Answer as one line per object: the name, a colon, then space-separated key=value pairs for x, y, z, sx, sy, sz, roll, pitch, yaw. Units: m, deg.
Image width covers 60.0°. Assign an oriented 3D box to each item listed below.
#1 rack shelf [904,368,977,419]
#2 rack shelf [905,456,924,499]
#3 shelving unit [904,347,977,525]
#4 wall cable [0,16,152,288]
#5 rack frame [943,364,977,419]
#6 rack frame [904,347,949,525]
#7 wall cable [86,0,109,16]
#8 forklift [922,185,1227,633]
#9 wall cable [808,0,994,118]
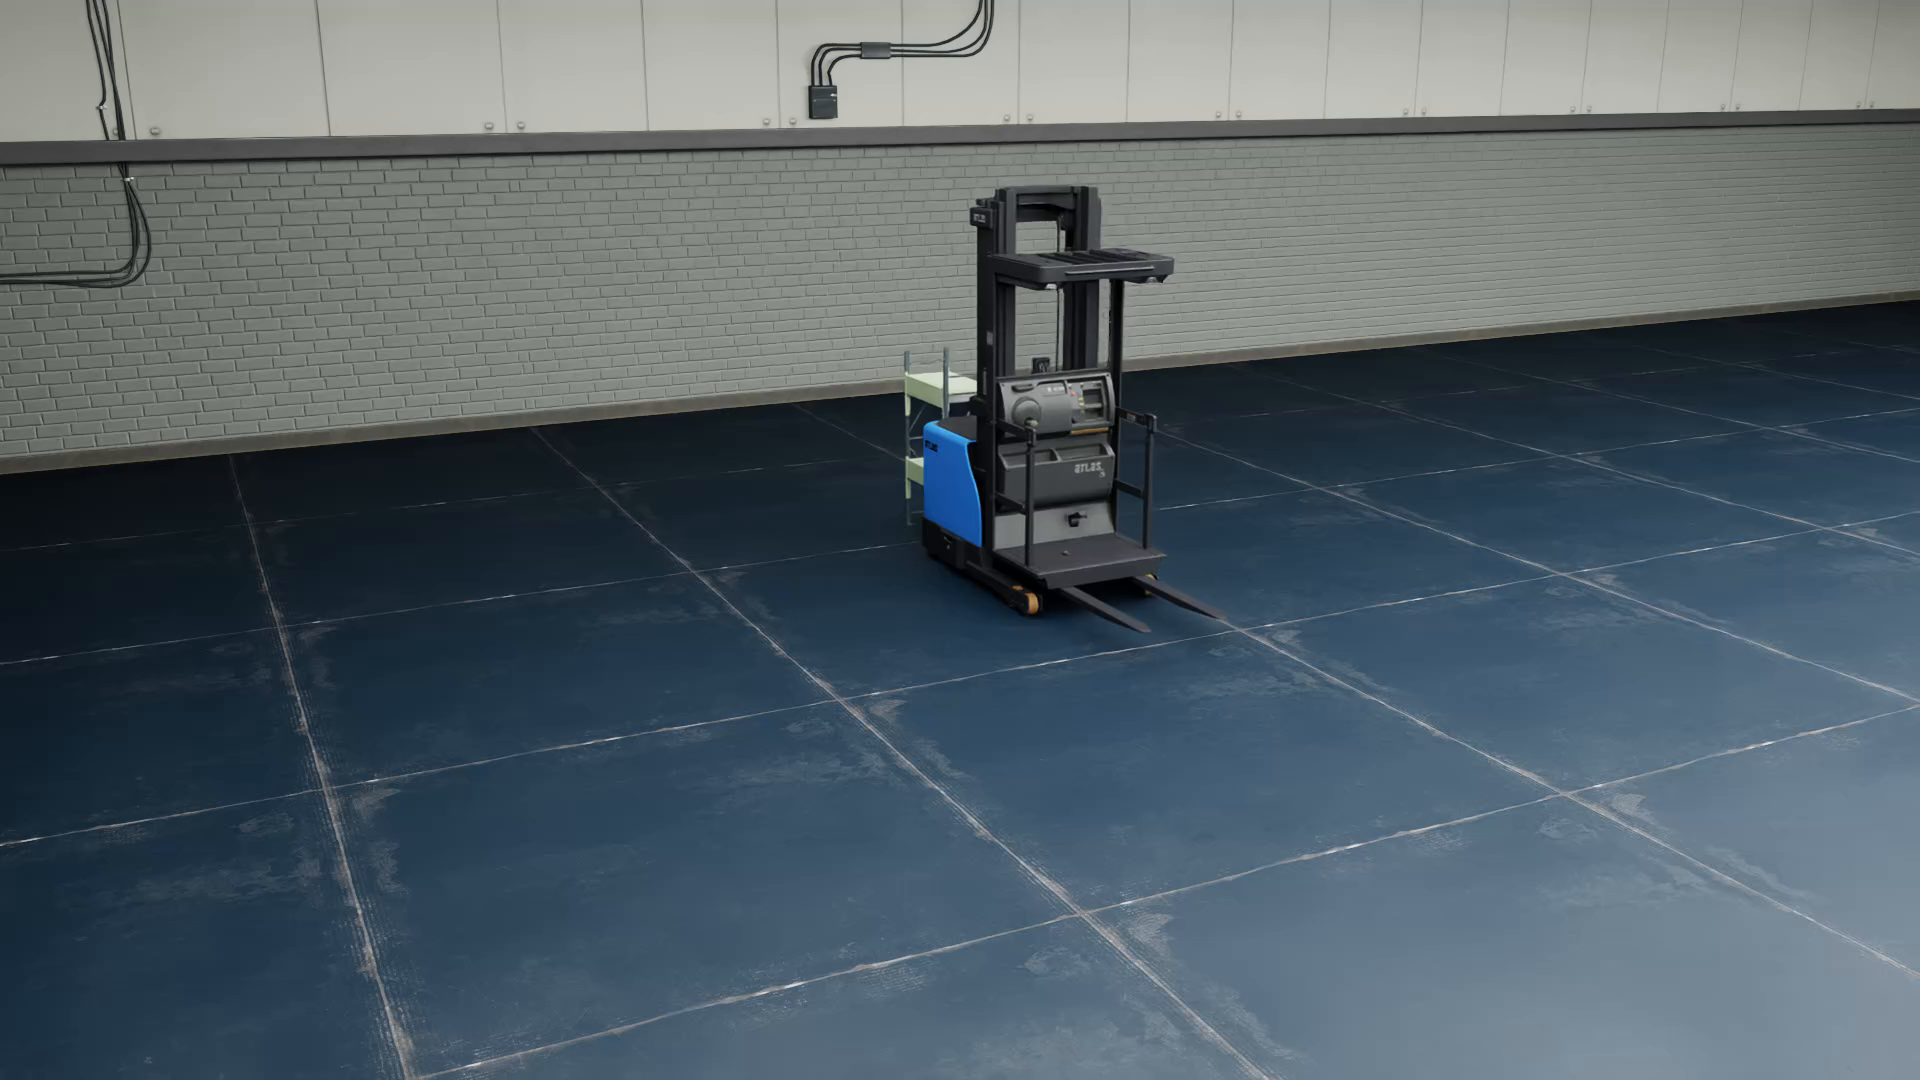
rack shelf: x=-0.114 y=-1.157 z=13.649 sx=0.431 sy=0.370 sz=0.720 roll=-8 pitch=18 yaw=-26
rack shelf: x=-0.114 y=-0.469 z=13.847 sx=0.431 sy=0.370 sz=0.720 roll=-8 pitch=18 yaw=-26
shelving unit: x=-0.114 y=-0.782 z=13.757 sx=0.431 sy=1.500 sz=0.755 roll=-8 pitch=18 yaw=-26
wall cable: x=-9.163 y=-3.457 z=15.113 sx=3.097 sy=2.526 sz=0.112 roll=-8 pitch=18 yaw=-25
rack frame: x=0.051 y=-0.692 z=13.443 sx=0.400 sy=1.500 sz=0.023 roll=-8 pitch=18 yaw=-26
rack frame: x=-0.279 y=-0.872 z=14.070 sx=0.400 sy=1.500 sz=0.023 roll=-8 pitch=18 yaw=-26
wall cable: x=-6.731 y=-6.212 z=15.555 sx=3.097 sy=2.526 sz=0.112 roll=-8 pitch=18 yaw=-25
forklift: x=0.811 y=-1.008 z=11.949 sx=1.130 sy=2.935 sz=3.031 roll=-8 pitch=18 yaw=-26
wall cable: x=-0.622 y=-7.728 z=18.199 sx=2.305 sy=6.003 sz=0.169 roll=-8 pitch=18 yaw=-25
